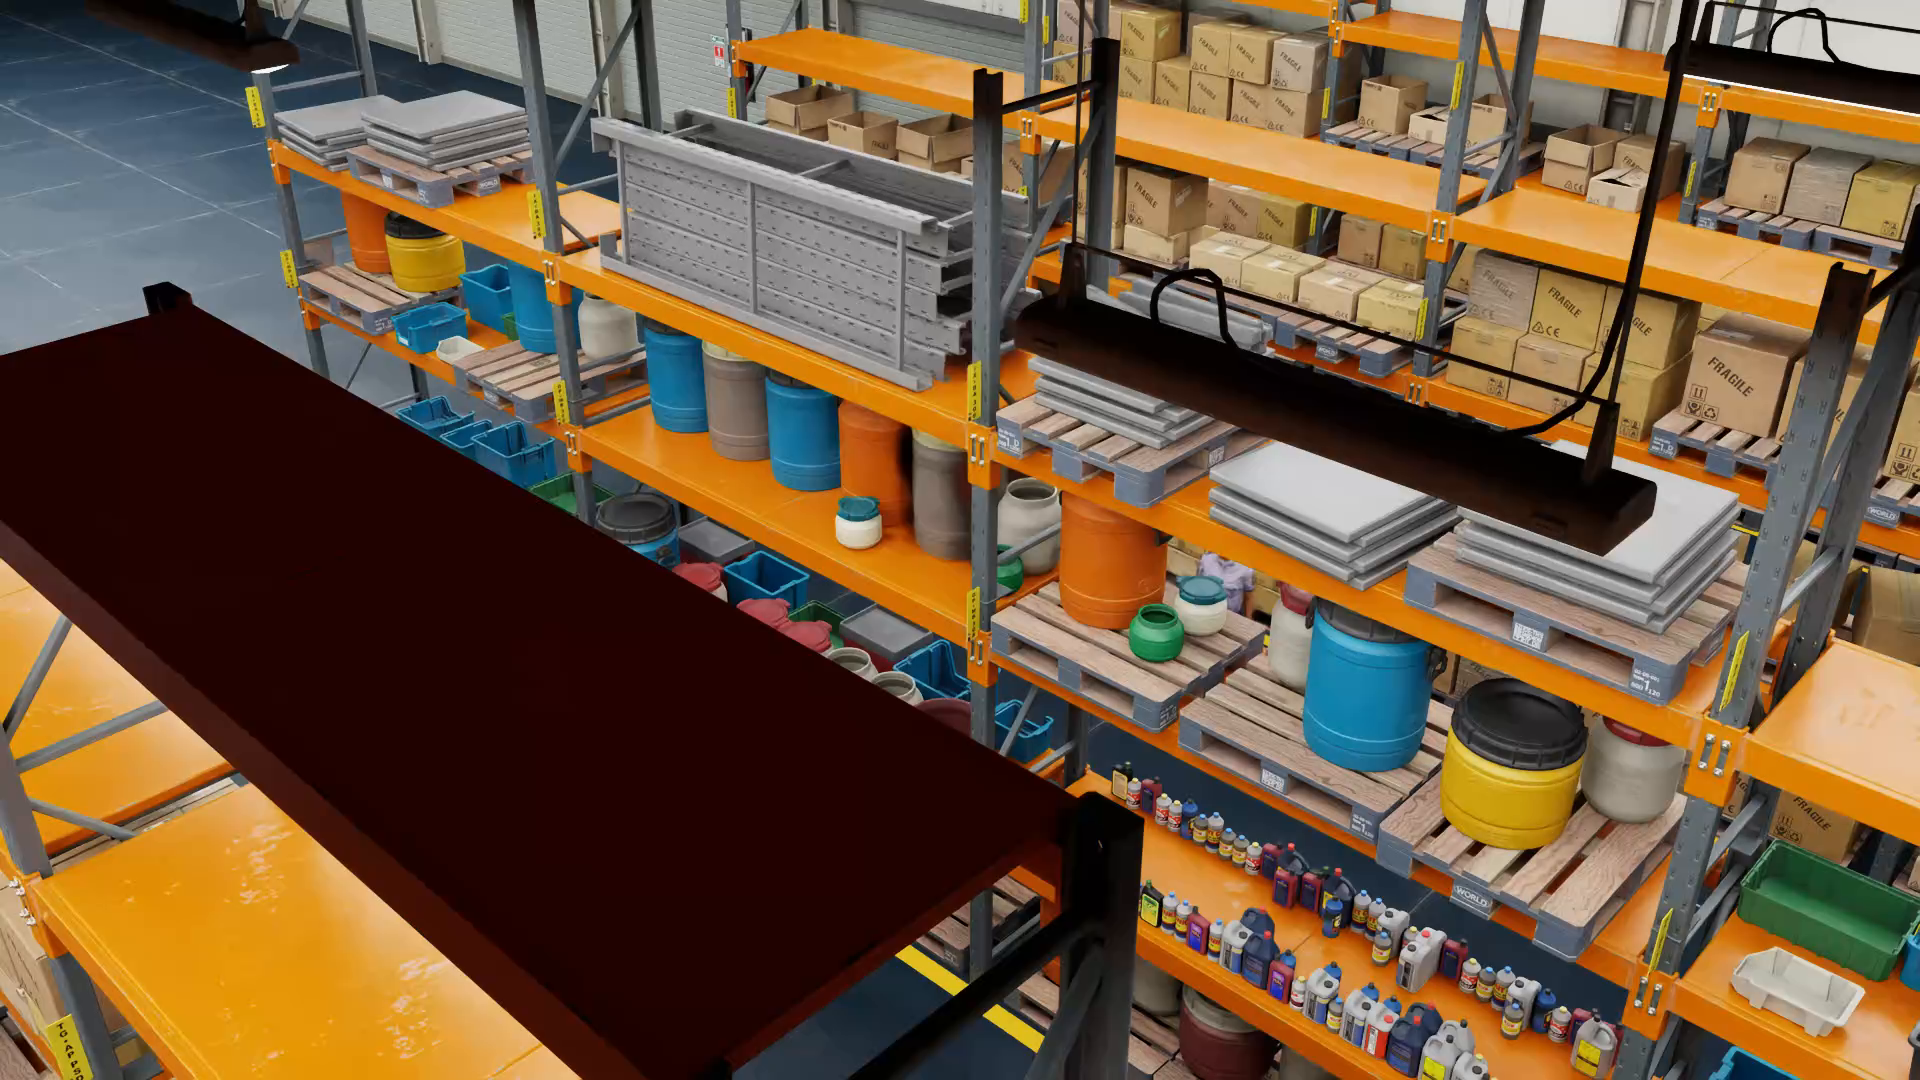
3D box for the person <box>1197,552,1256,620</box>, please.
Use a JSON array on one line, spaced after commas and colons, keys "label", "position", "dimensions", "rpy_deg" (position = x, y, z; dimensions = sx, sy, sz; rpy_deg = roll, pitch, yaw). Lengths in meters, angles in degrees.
[{"label": "person", "position": [2.089, 0.657, 13.351], "dimensions": [0.504, 1.636, 0.441], "rpy_deg": [-3, 30, -6]}]
